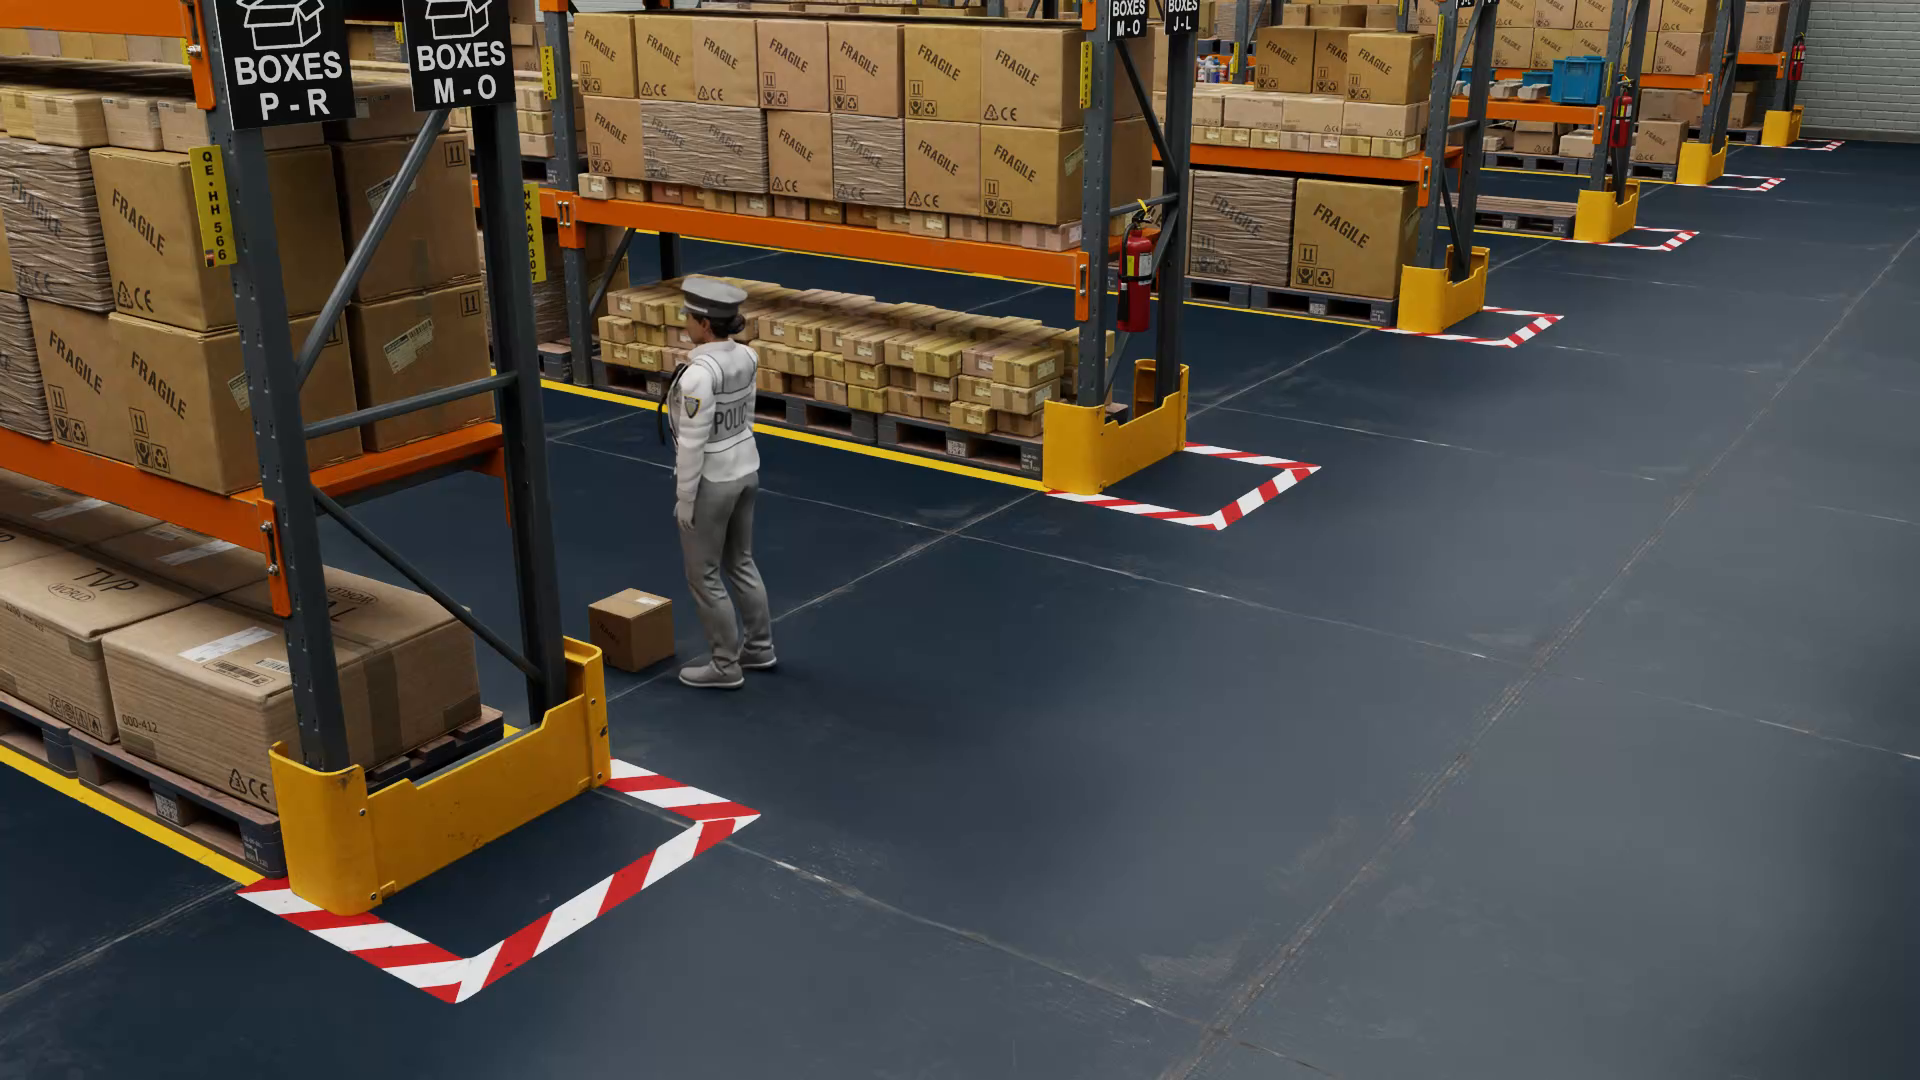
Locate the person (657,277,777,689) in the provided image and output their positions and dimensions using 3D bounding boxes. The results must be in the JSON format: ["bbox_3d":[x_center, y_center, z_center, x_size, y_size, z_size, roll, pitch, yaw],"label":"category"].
[{"bbox_3d":[-0.984,-0.213,6.664,0.337,1.687,0.467,8,21,21],"label":"person"}]
